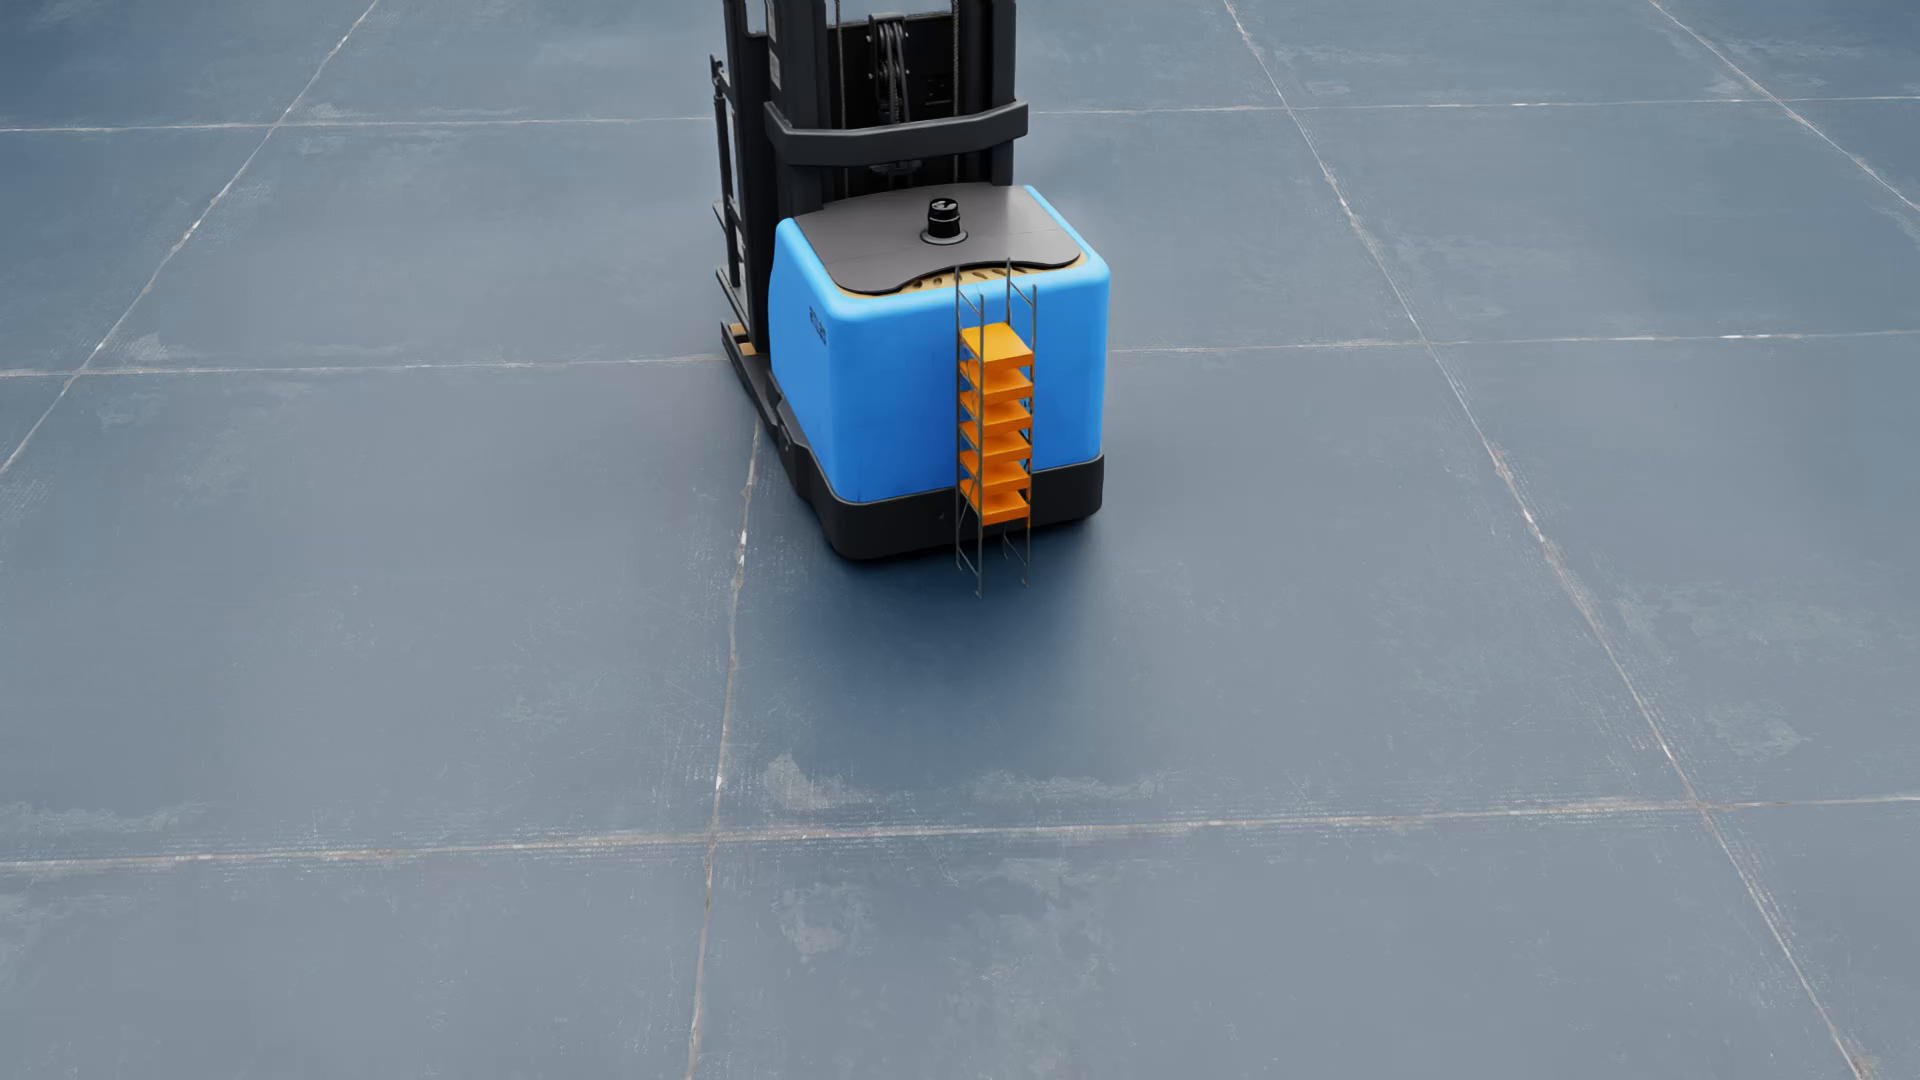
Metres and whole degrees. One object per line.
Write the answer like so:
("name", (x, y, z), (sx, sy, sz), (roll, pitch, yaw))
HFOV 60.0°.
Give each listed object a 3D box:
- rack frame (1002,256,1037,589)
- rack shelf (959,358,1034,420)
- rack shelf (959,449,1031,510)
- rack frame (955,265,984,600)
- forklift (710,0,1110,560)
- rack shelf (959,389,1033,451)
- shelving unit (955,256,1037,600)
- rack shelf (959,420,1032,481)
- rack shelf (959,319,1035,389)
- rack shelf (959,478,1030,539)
("rack frame", (0.201, -0.381, 5.747), (0.006, 1.200, 0.240), (-12, 37, -17))
("rack shelf", (0.115, -0.523, 5.608), (0.180, 0.103, 0.258), (-12, 37, -17))
("rack shelf", (0.115, -0.227, 5.813), (0.180, 0.103, 0.258), (-12, 37, -17))
("rack frame", (0.030, -0.344, 5.693), (0.006, 1.200, 0.240), (-12, 37, -17))
("forklift", (-0.421, -1.969, 6.519), (1.130, 2.935, 3.031), (-11, 36, -16))
("rack shelf", (0.115, -0.425, 5.677), (0.180, 0.103, 0.258), (-12, 37, -17))
("shelving unit", (0.115, -0.363, 5.720), (0.189, 1.200, 0.258), (-12, 37, -17))
("rack shelf", (0.115, -0.326, 5.745), (0.180, 0.103, 0.258), (-12, 37, -17))
("rack shelf", (0.115, -0.622, 5.540), (0.180, 0.103, 0.258), (-12, 37, -17))
("rack shelf", (0.115, -0.129, 5.882), (0.180, 0.103, 0.258), (-12, 37, -17))
